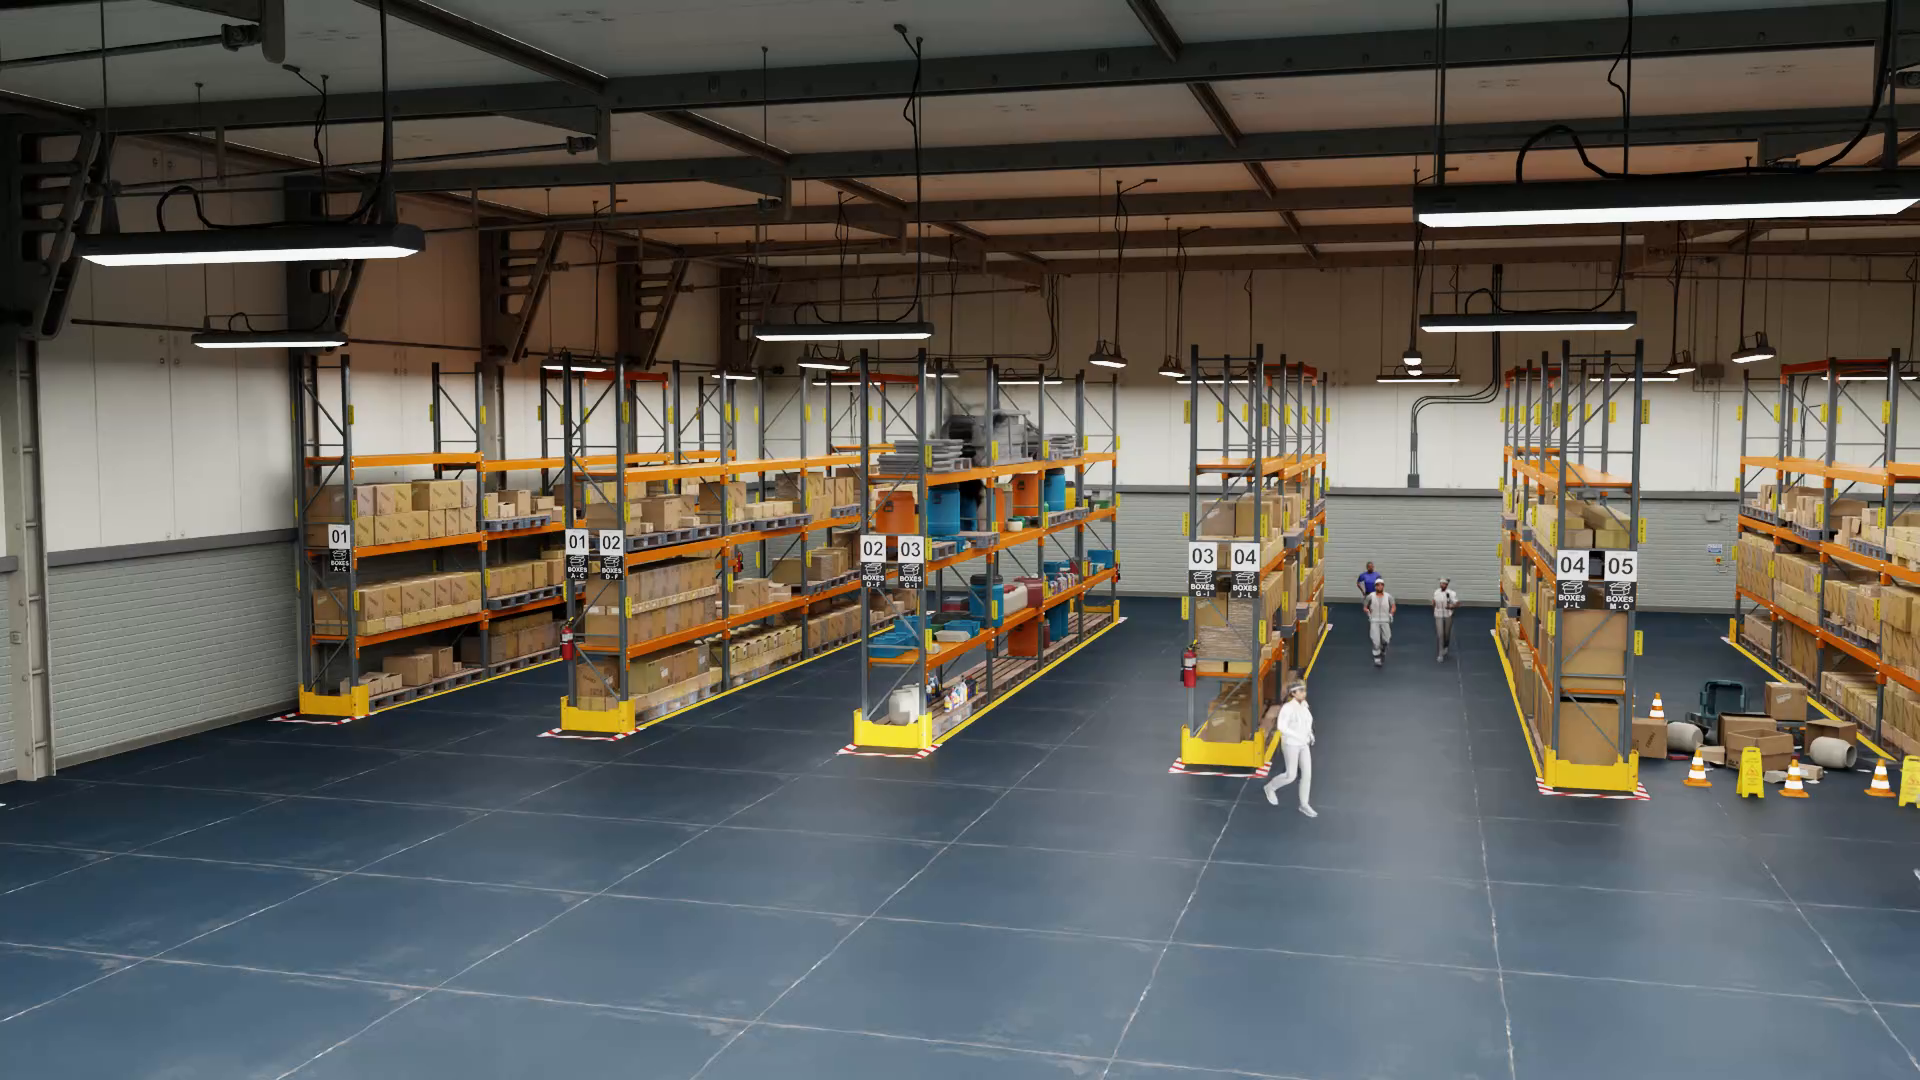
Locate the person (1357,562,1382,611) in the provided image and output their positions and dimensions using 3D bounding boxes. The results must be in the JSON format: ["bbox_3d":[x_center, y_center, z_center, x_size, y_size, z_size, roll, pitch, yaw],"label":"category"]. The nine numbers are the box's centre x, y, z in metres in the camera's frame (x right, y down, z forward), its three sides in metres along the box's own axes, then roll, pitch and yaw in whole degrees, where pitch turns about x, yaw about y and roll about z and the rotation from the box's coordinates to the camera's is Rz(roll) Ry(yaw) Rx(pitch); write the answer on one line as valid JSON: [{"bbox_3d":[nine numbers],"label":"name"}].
[{"bbox_3d":[9.494,1.323,38.389,0.577,1.658,0.654,0,4,-4],"label":"person"}]

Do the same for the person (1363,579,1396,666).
[{"bbox_3d":[8.361,1.644,33.118,0.648,1.740,0.598,1,4,9],"label":"person"}]

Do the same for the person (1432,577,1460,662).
[{"bbox_3d":[9.971,1.598,34.176,0.567,1.717,0.868,2,5,23],"label":"person"}]

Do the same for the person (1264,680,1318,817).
[{"bbox_3d":[4.214,2.595,20.989,0.639,1.708,0.782,-3,5,-38],"label":"person"}]
